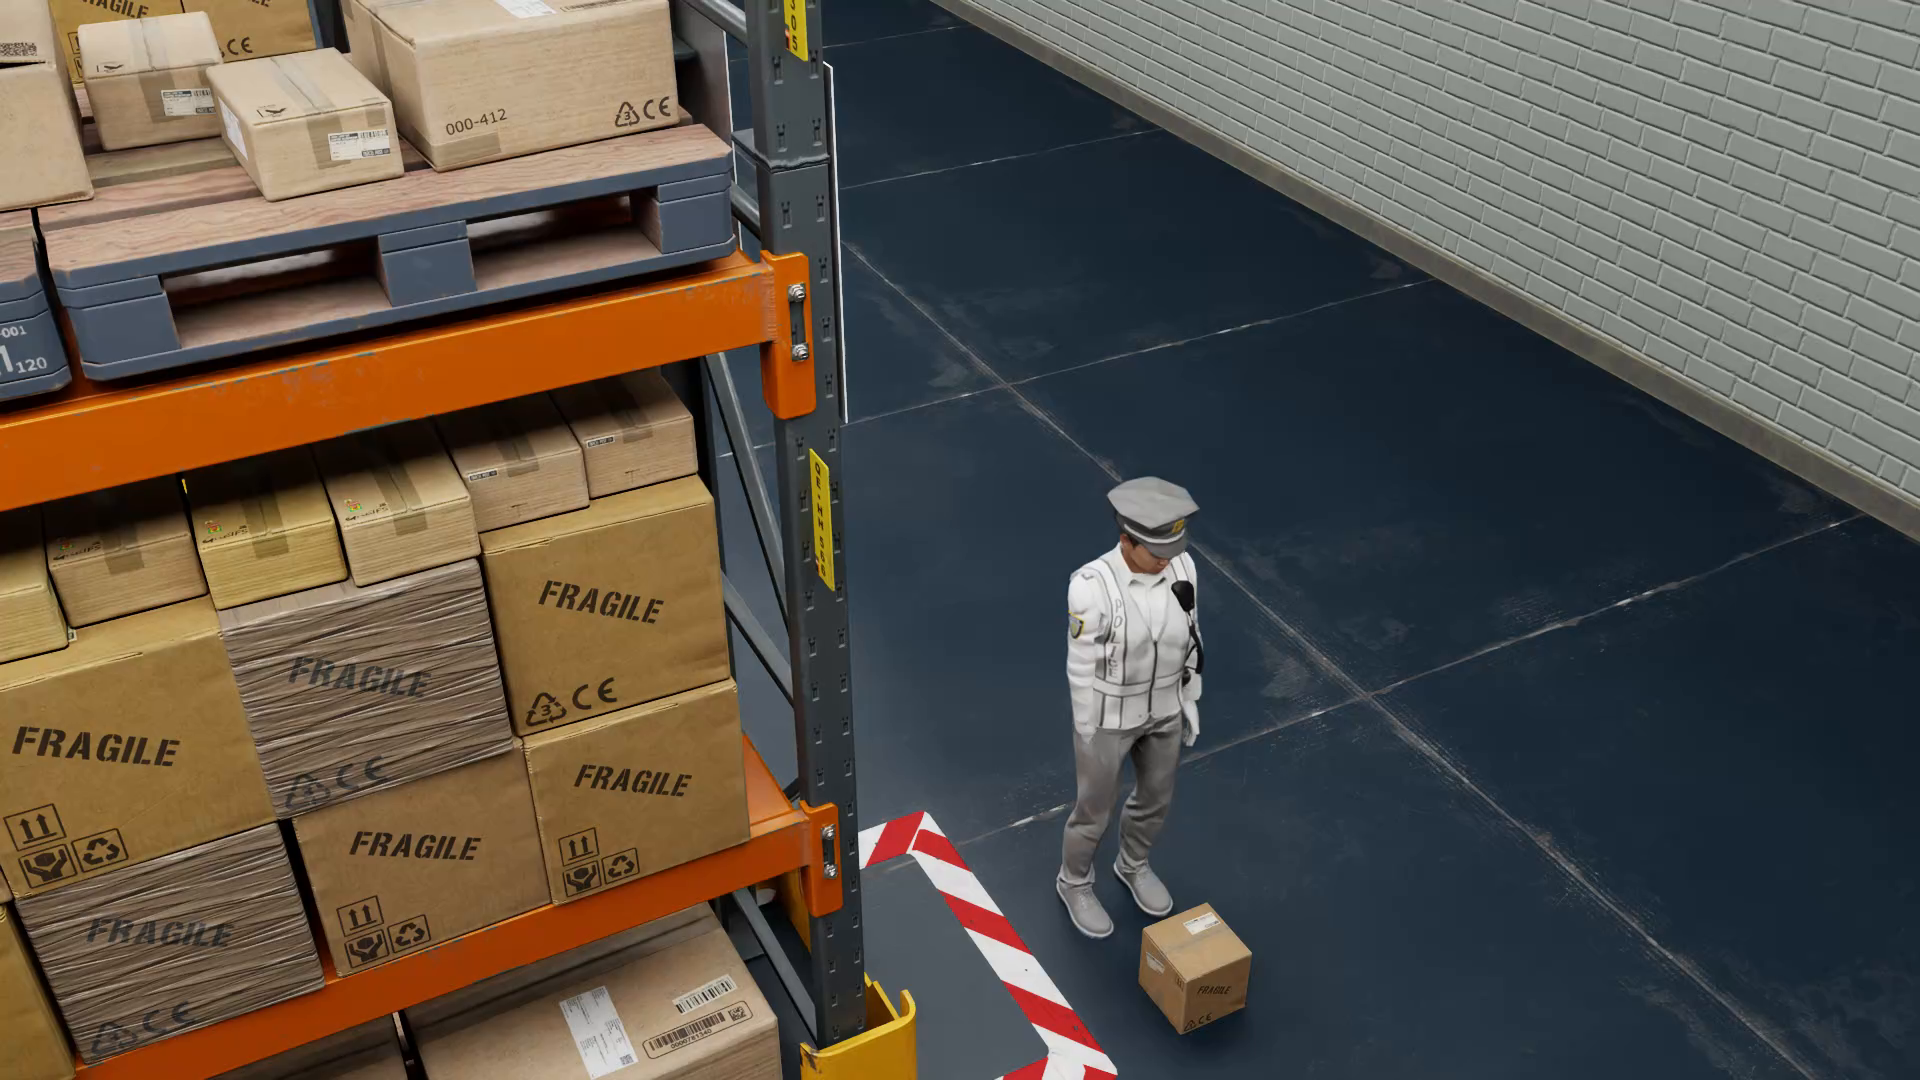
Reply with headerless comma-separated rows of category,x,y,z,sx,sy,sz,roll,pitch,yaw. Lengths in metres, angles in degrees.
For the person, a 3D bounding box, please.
person,0.557,0.552,5.307,0.471,1.664,0.327,-15,36,-22
